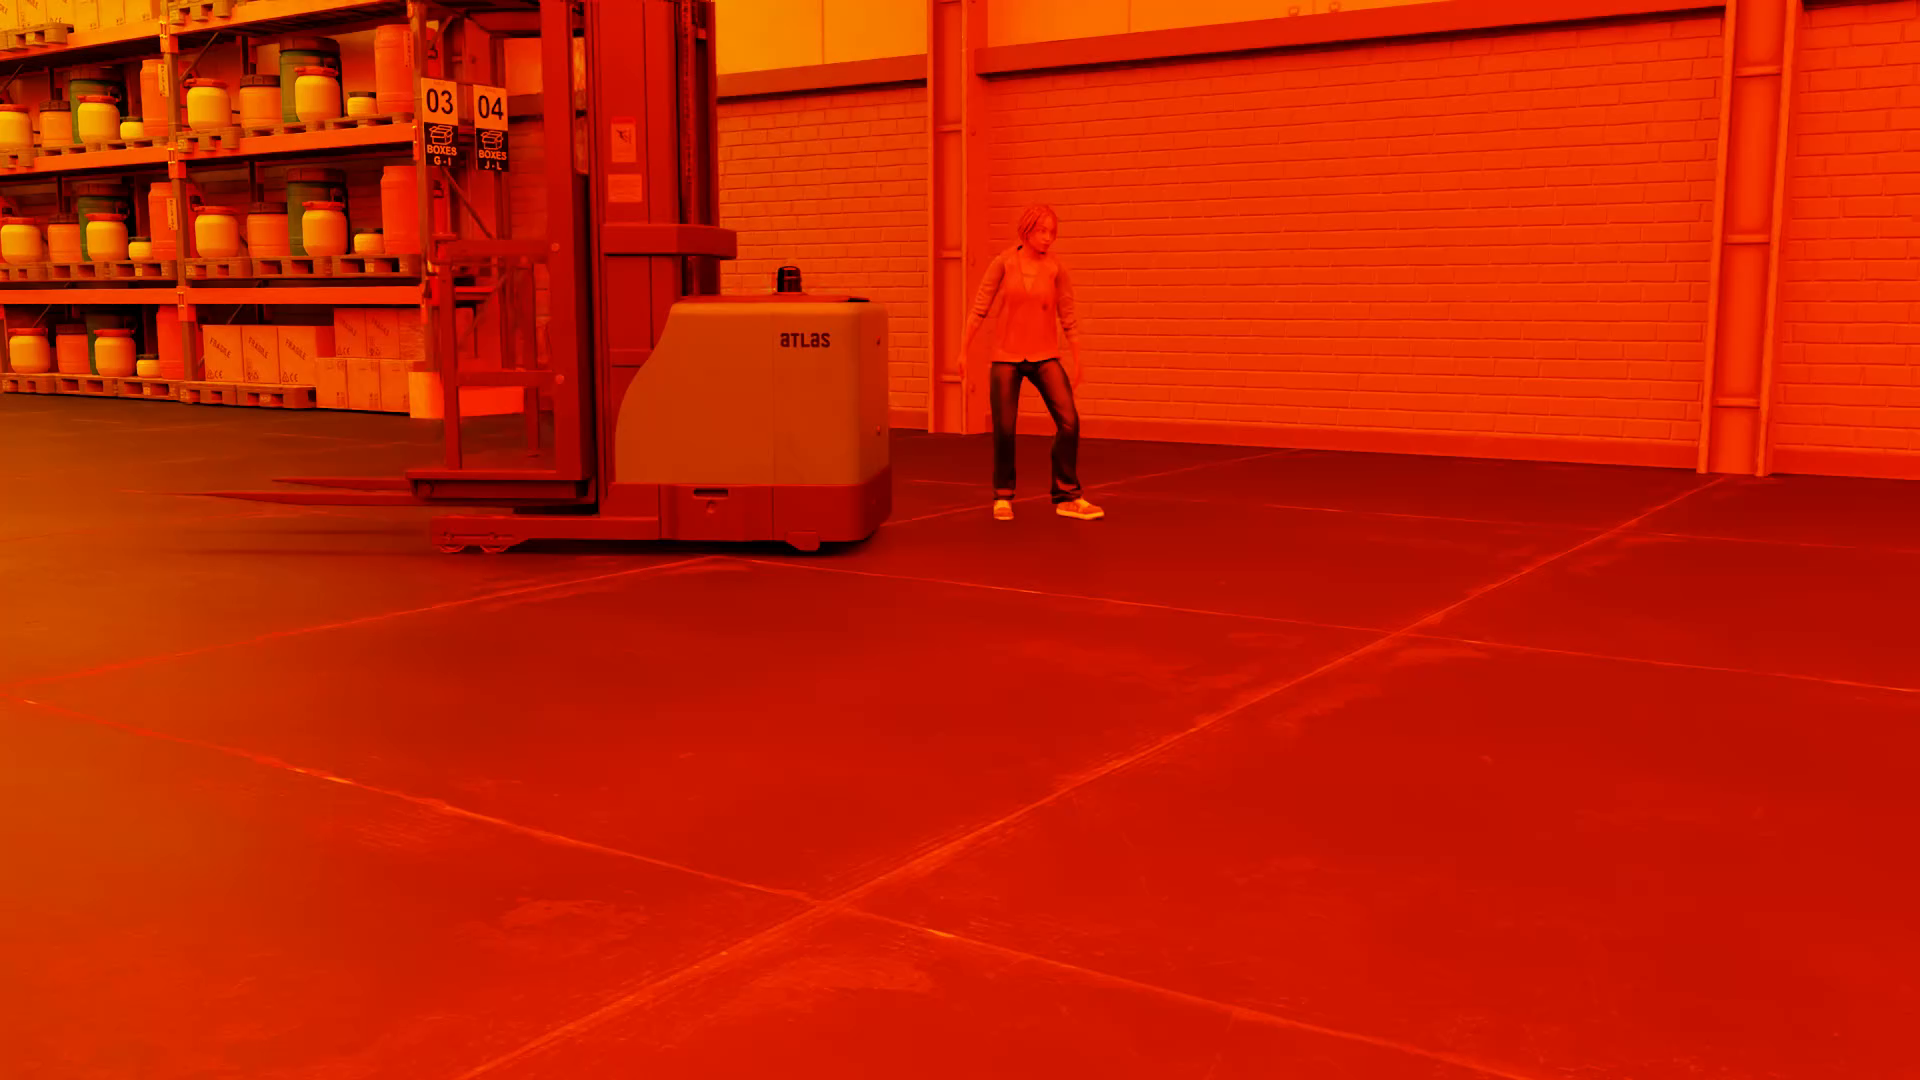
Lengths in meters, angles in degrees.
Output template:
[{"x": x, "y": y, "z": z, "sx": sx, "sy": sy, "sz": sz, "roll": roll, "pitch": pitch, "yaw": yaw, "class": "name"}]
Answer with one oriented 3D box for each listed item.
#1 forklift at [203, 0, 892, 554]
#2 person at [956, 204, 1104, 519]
[{"x": -1.874, "y": -1.465, "z": 7.494, "sx": 3.031, "sy": 2.935, "sz": 1.130, "roll": 1, "pitch": 8, "yaw": 5, "class": "forklift"}, {"x": 0.351, "y": -0.873, "z": 8.295, "sx": 0.740, "sy": 1.570, "sz": 0.401, "roll": 0, "pitch": 8, "yaw": 0, "class": "person"}]
